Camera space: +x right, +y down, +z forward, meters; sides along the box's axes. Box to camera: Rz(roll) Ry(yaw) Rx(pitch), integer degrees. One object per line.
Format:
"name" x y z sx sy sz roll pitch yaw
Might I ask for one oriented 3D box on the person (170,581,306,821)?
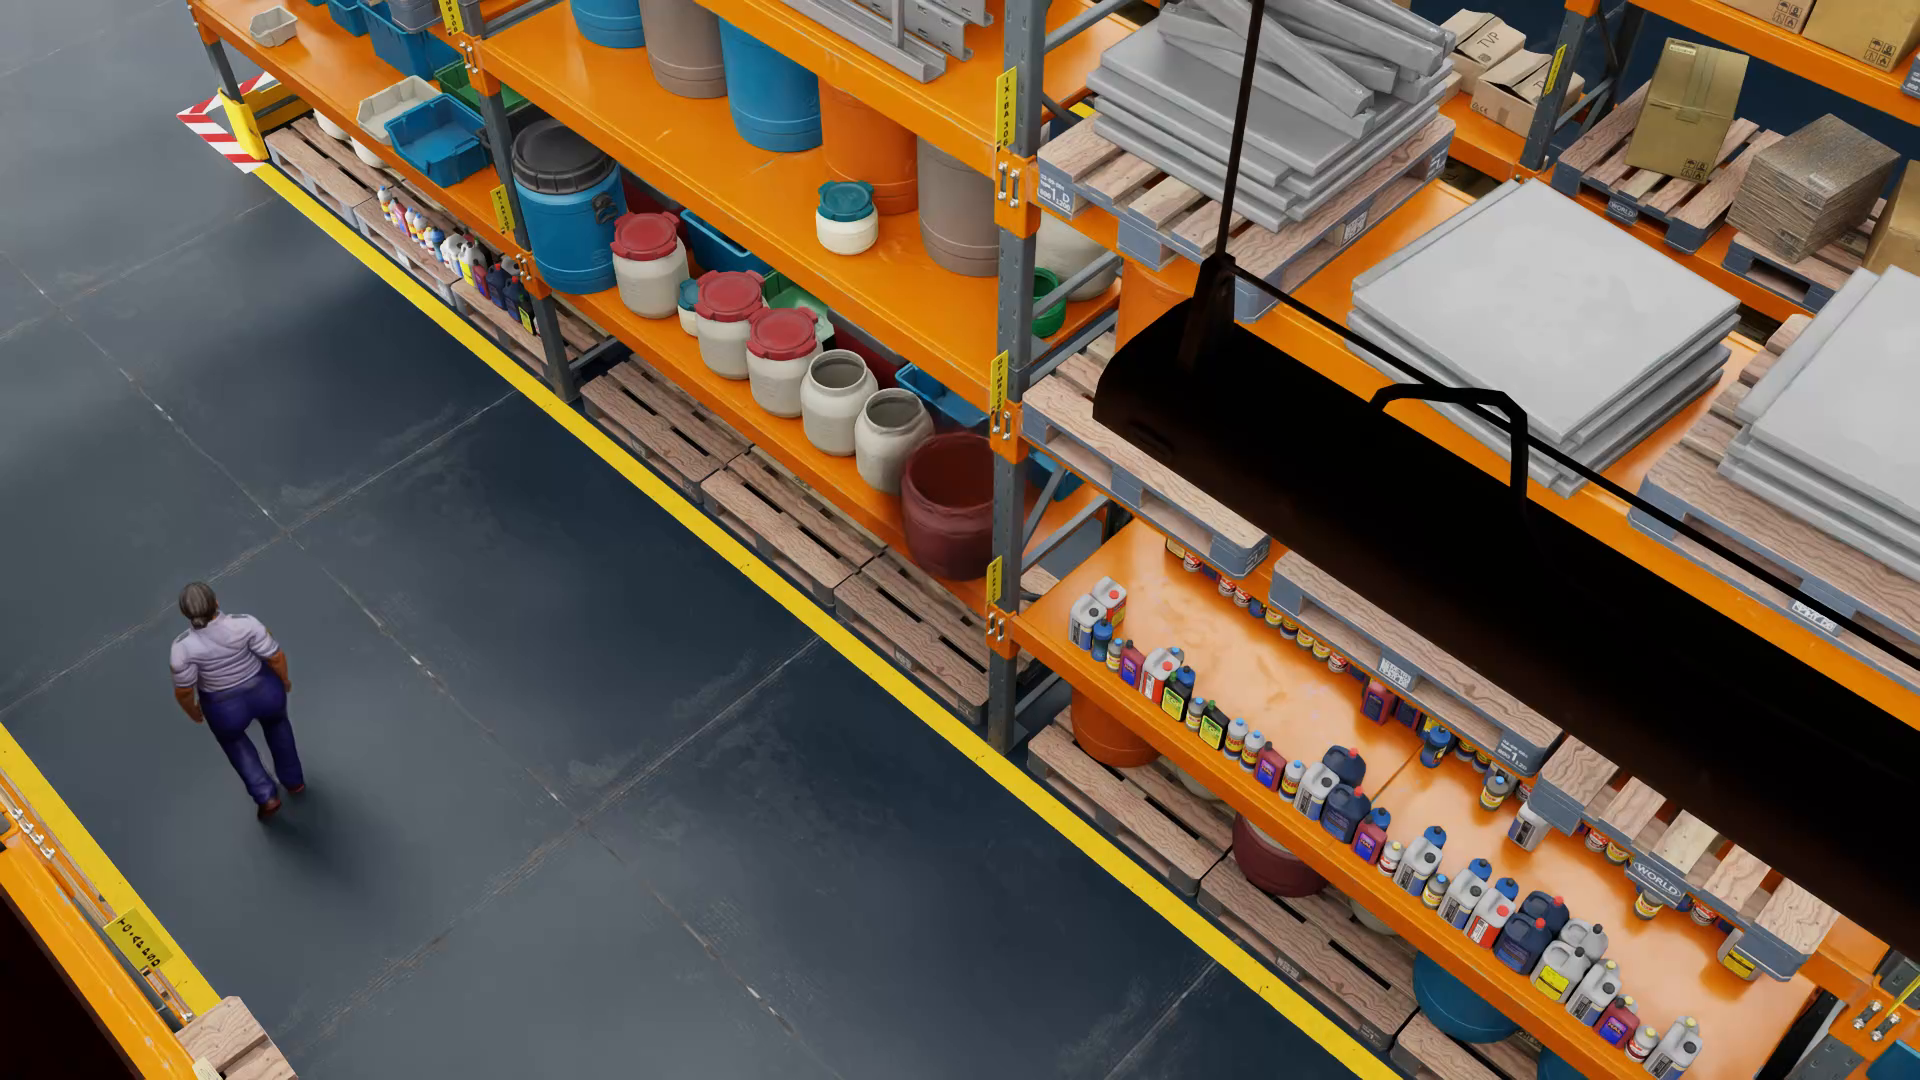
"person" -3.704 0.856 8.641 0.553 1.606 0.484 -27 55 -21
